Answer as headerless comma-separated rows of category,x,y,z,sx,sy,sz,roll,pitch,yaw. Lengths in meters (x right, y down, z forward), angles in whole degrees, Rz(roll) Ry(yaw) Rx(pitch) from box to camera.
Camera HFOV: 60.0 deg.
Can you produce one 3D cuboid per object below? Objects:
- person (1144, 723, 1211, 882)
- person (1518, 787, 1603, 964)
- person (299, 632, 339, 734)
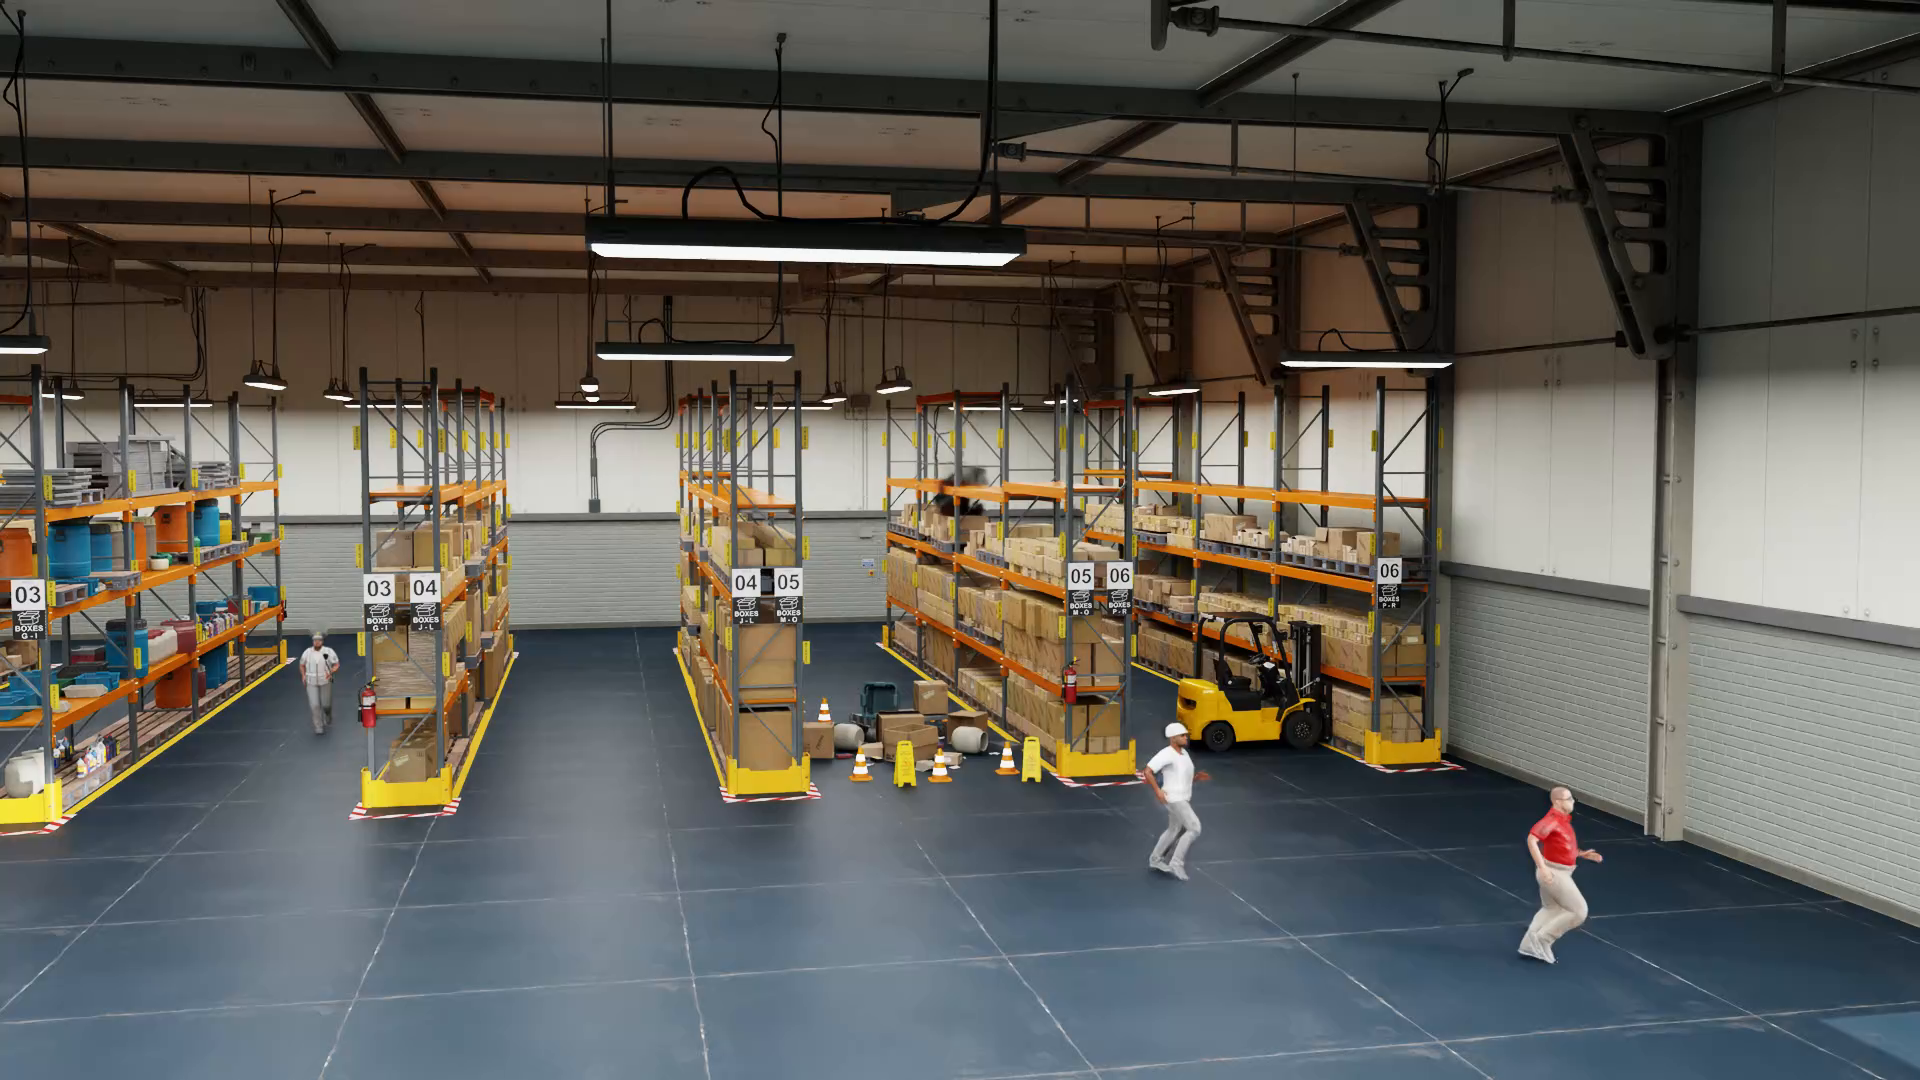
person,2.502,2.992,19.012,0.720,1.801,0.671,2,4,24
person,5.740,3.201,15.883,0.733,1.688,0.638,2,4,24
person,-11.015,2.429,28.579,0.656,1.740,0.664,-1,4,-15
